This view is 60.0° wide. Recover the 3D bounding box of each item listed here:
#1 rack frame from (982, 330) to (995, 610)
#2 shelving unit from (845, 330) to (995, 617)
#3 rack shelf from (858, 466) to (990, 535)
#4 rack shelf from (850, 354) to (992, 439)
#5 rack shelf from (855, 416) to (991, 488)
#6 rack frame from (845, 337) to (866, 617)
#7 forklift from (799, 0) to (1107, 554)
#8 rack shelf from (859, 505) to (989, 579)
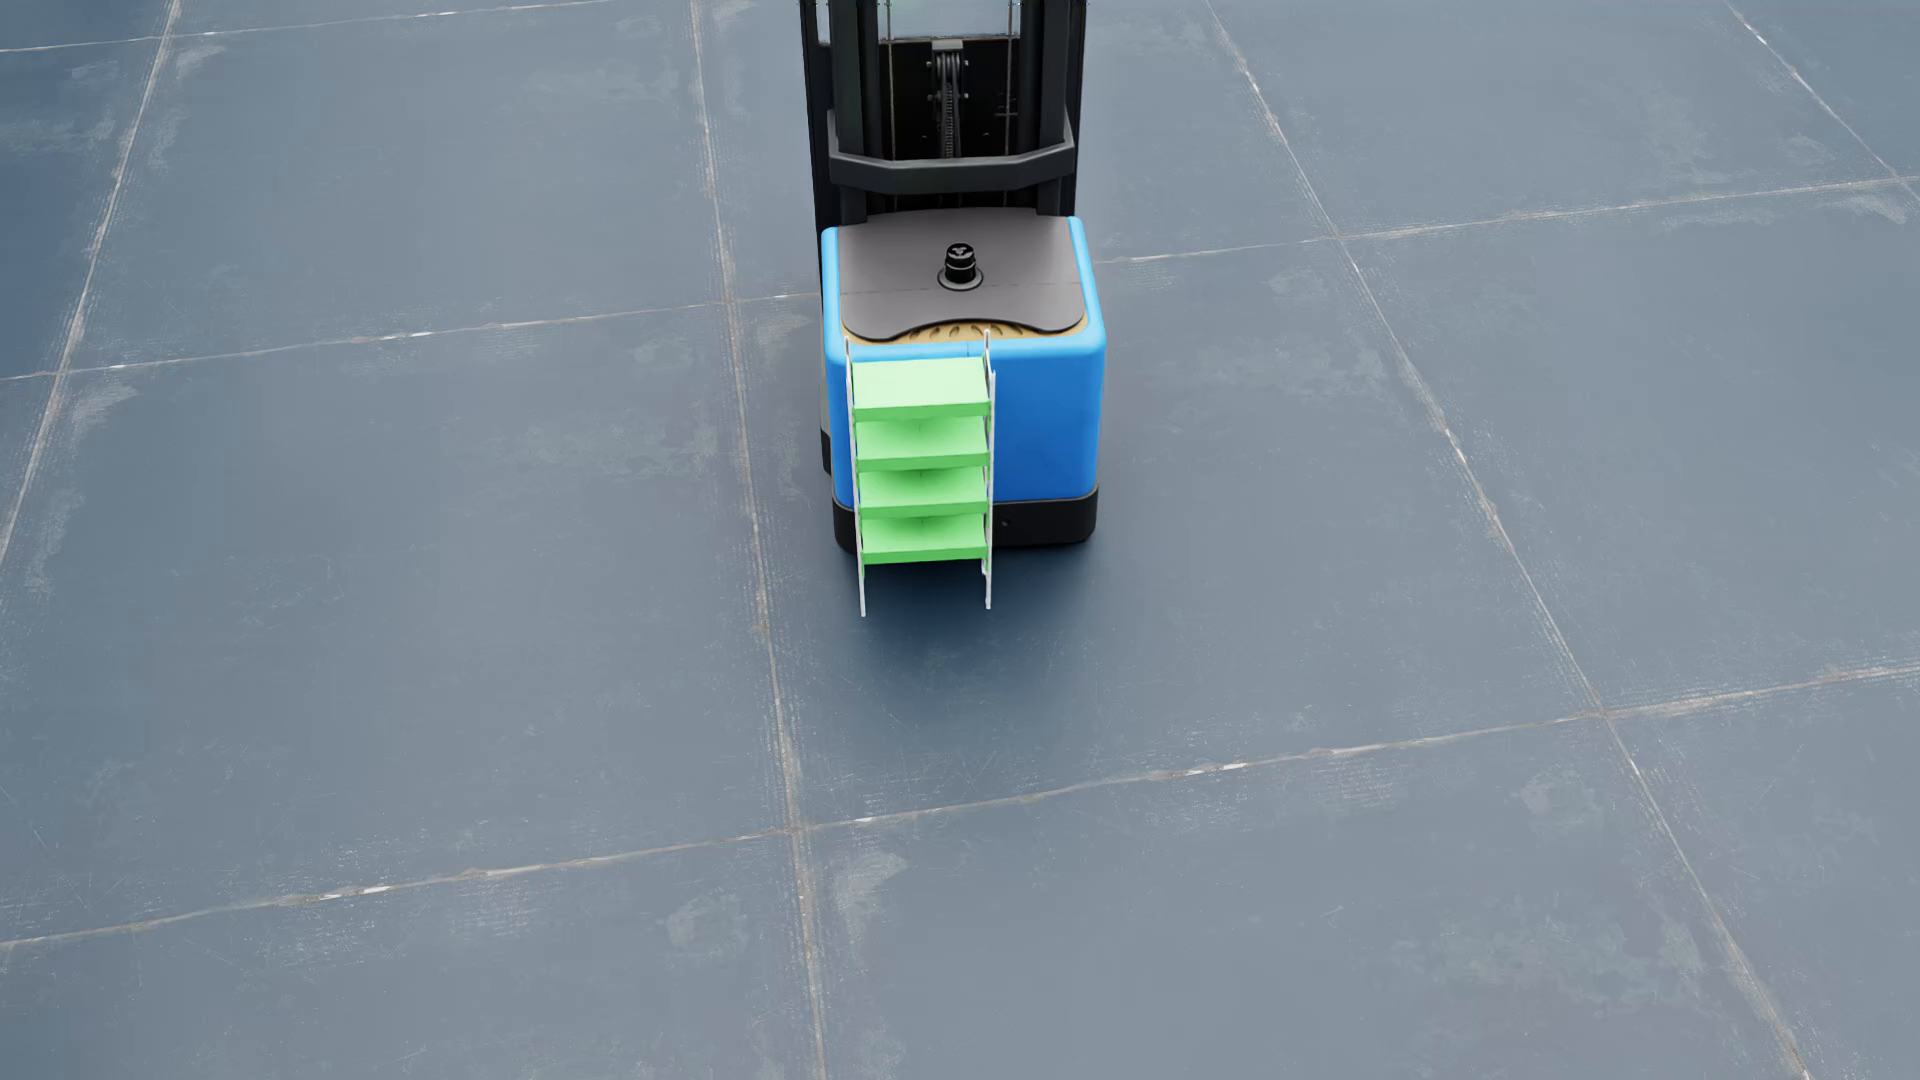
[{"bbox_3d":[0.103,-0.230,6.138,0.015,1.200,0.240,-3,46,-3],"label":"rack frame"},{"bbox_3d":[-0.140,-0.216,6.125,0.503,1.200,0.258,-3,46,-3],"label":"shelving unit"},{"bbox_3d":[-0.140,-0.172,6.171,0.480,0.148,0.258,-3,46,-3],"label":"rack shelf"},{"bbox_3d":[-0.140,-0.504,5.825,0.480,0.148,0.258,-3,46,-3],"label":"rack shelf"},{"bbox_3d":[-0.140,-0.338,5.998,0.480,0.148,0.258,-3,46,-3],"label":"rack shelf"},{"bbox_3d":[-0.384,-0.203,6.112,0.015,1.200,0.240,-3,46,-3],"label":"rack frame"},{"bbox_3d":[-0.083,-2.021,6.662,1.130,2.935,3.031,-3,46,-3],"label":"forklift"},{"bbox_3d":[-0.140,-0.006,6.344,0.480,0.148,0.258,-3,46,-3],"label":"rack shelf"}]
